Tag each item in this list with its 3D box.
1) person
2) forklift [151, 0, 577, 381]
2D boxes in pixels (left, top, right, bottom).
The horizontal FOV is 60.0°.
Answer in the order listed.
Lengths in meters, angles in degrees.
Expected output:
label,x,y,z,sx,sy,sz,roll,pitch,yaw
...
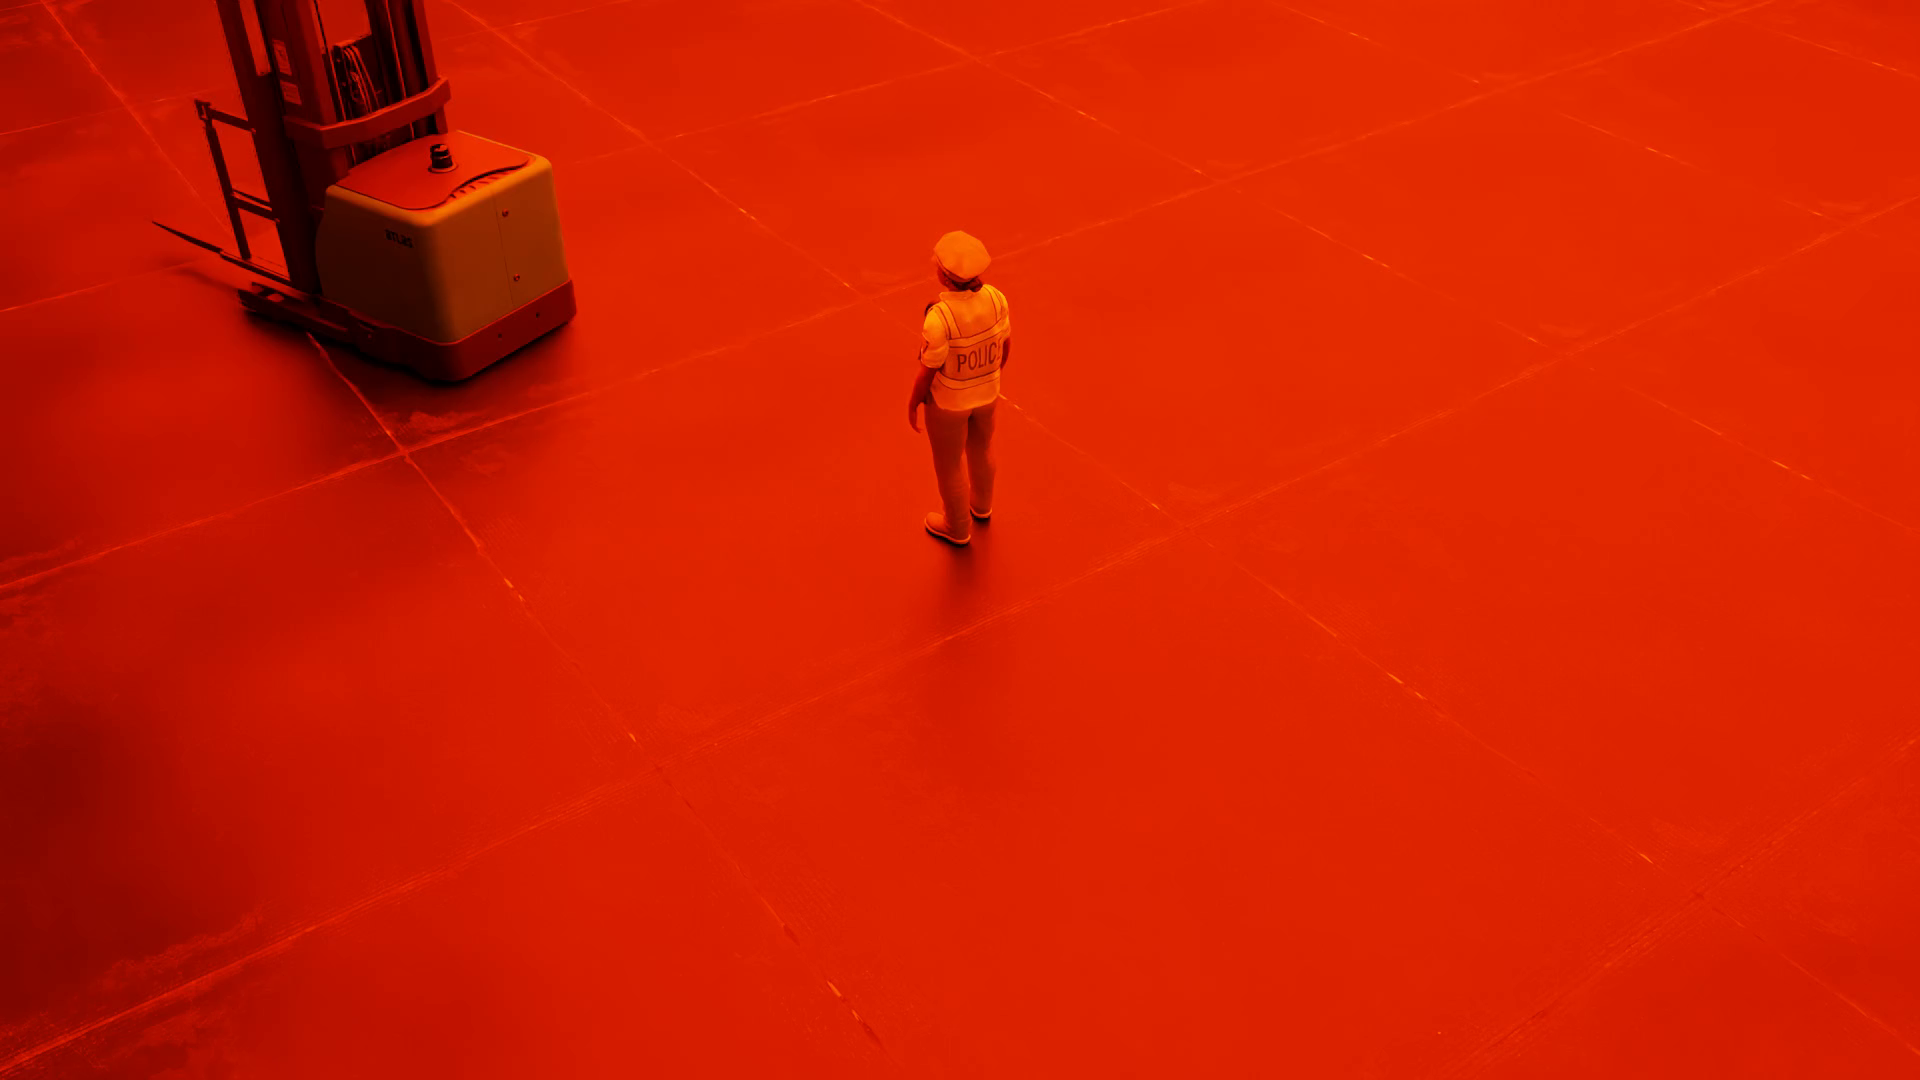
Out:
label,x,y,z,sx,sy,sz,roll,pitch,yaw
person,-0.027,-0.731,7.960,0.569,1.695,0.528,-23,42,-28
forklift,-3.850,-2.763,9.682,3.031,2.935,1.130,22,42,27
